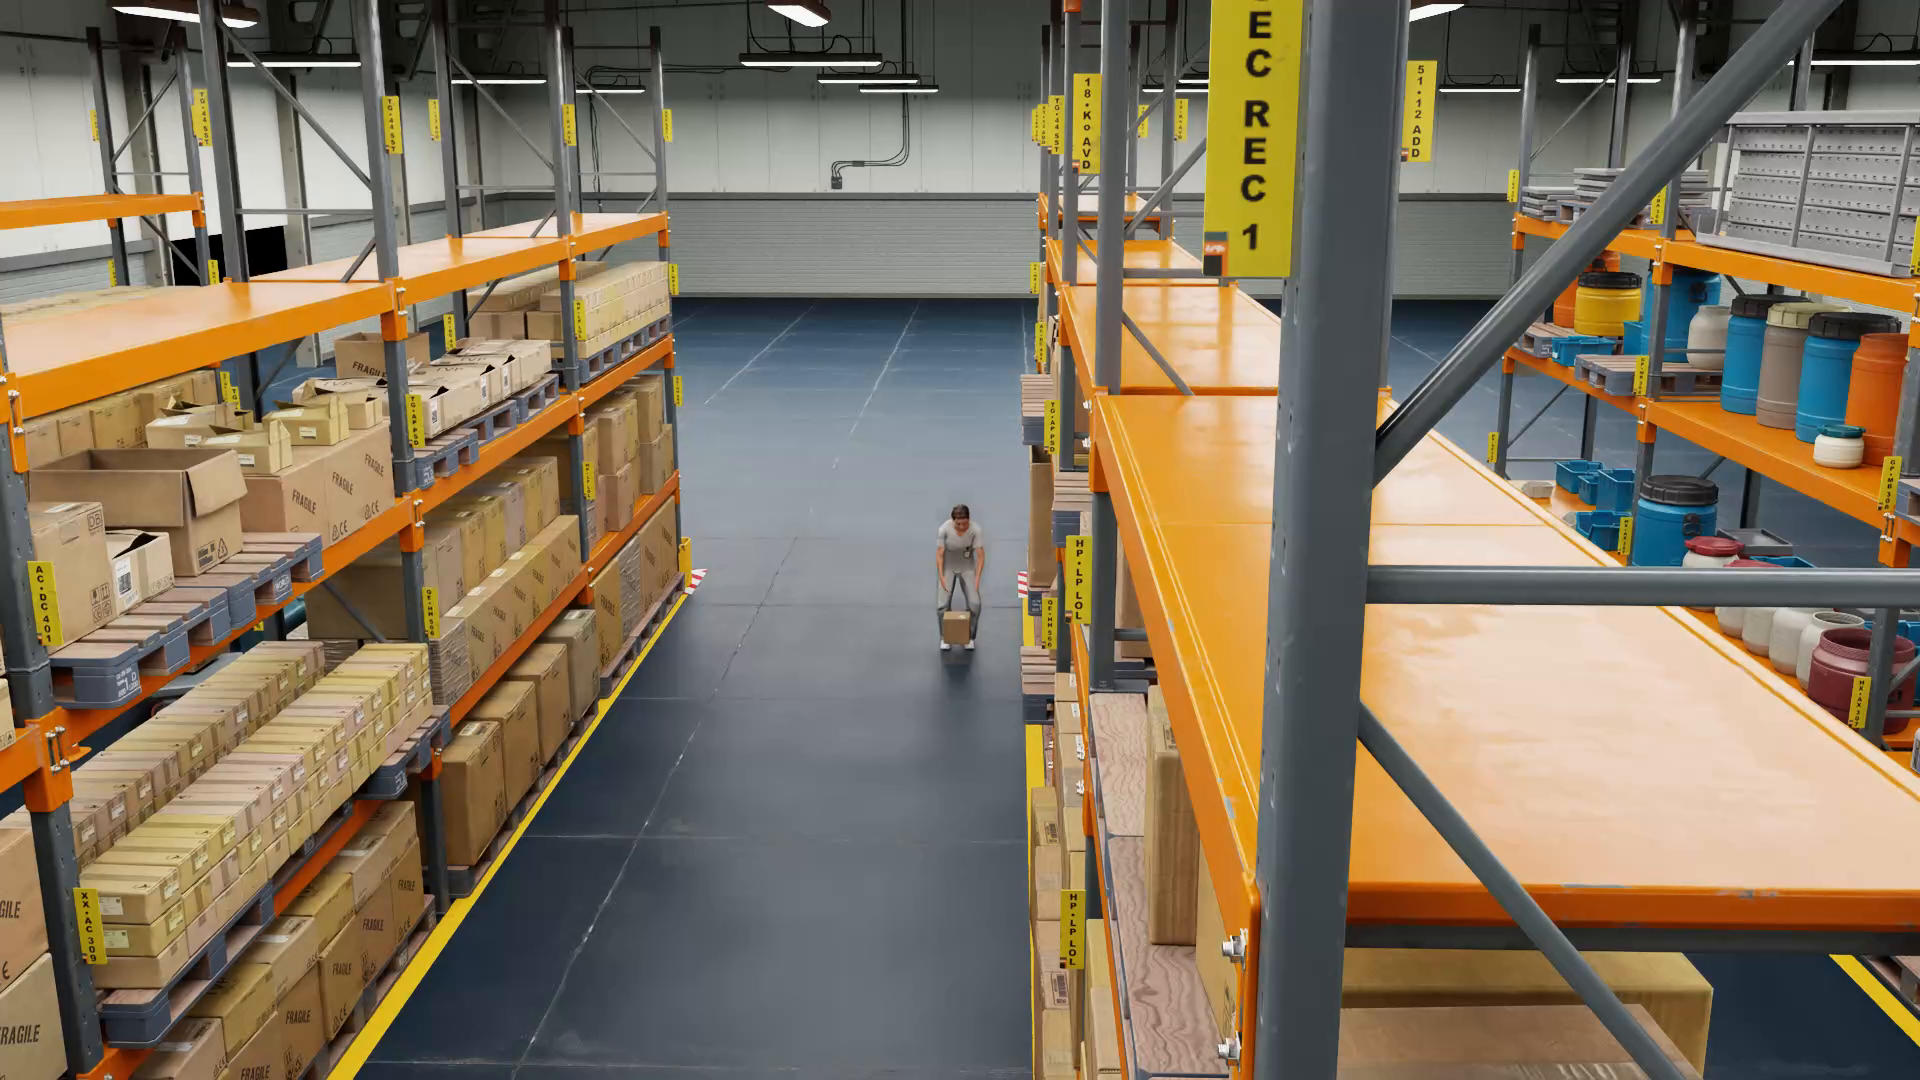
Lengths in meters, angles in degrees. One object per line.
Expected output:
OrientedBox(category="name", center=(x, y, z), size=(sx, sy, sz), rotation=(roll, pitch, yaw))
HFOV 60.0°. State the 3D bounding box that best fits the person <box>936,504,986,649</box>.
OrientedBox(category="person", center=(0.007, 0.336, 16.279), size=(0.486, 1.493, 0.554), rotation=(0, 14, 1))
